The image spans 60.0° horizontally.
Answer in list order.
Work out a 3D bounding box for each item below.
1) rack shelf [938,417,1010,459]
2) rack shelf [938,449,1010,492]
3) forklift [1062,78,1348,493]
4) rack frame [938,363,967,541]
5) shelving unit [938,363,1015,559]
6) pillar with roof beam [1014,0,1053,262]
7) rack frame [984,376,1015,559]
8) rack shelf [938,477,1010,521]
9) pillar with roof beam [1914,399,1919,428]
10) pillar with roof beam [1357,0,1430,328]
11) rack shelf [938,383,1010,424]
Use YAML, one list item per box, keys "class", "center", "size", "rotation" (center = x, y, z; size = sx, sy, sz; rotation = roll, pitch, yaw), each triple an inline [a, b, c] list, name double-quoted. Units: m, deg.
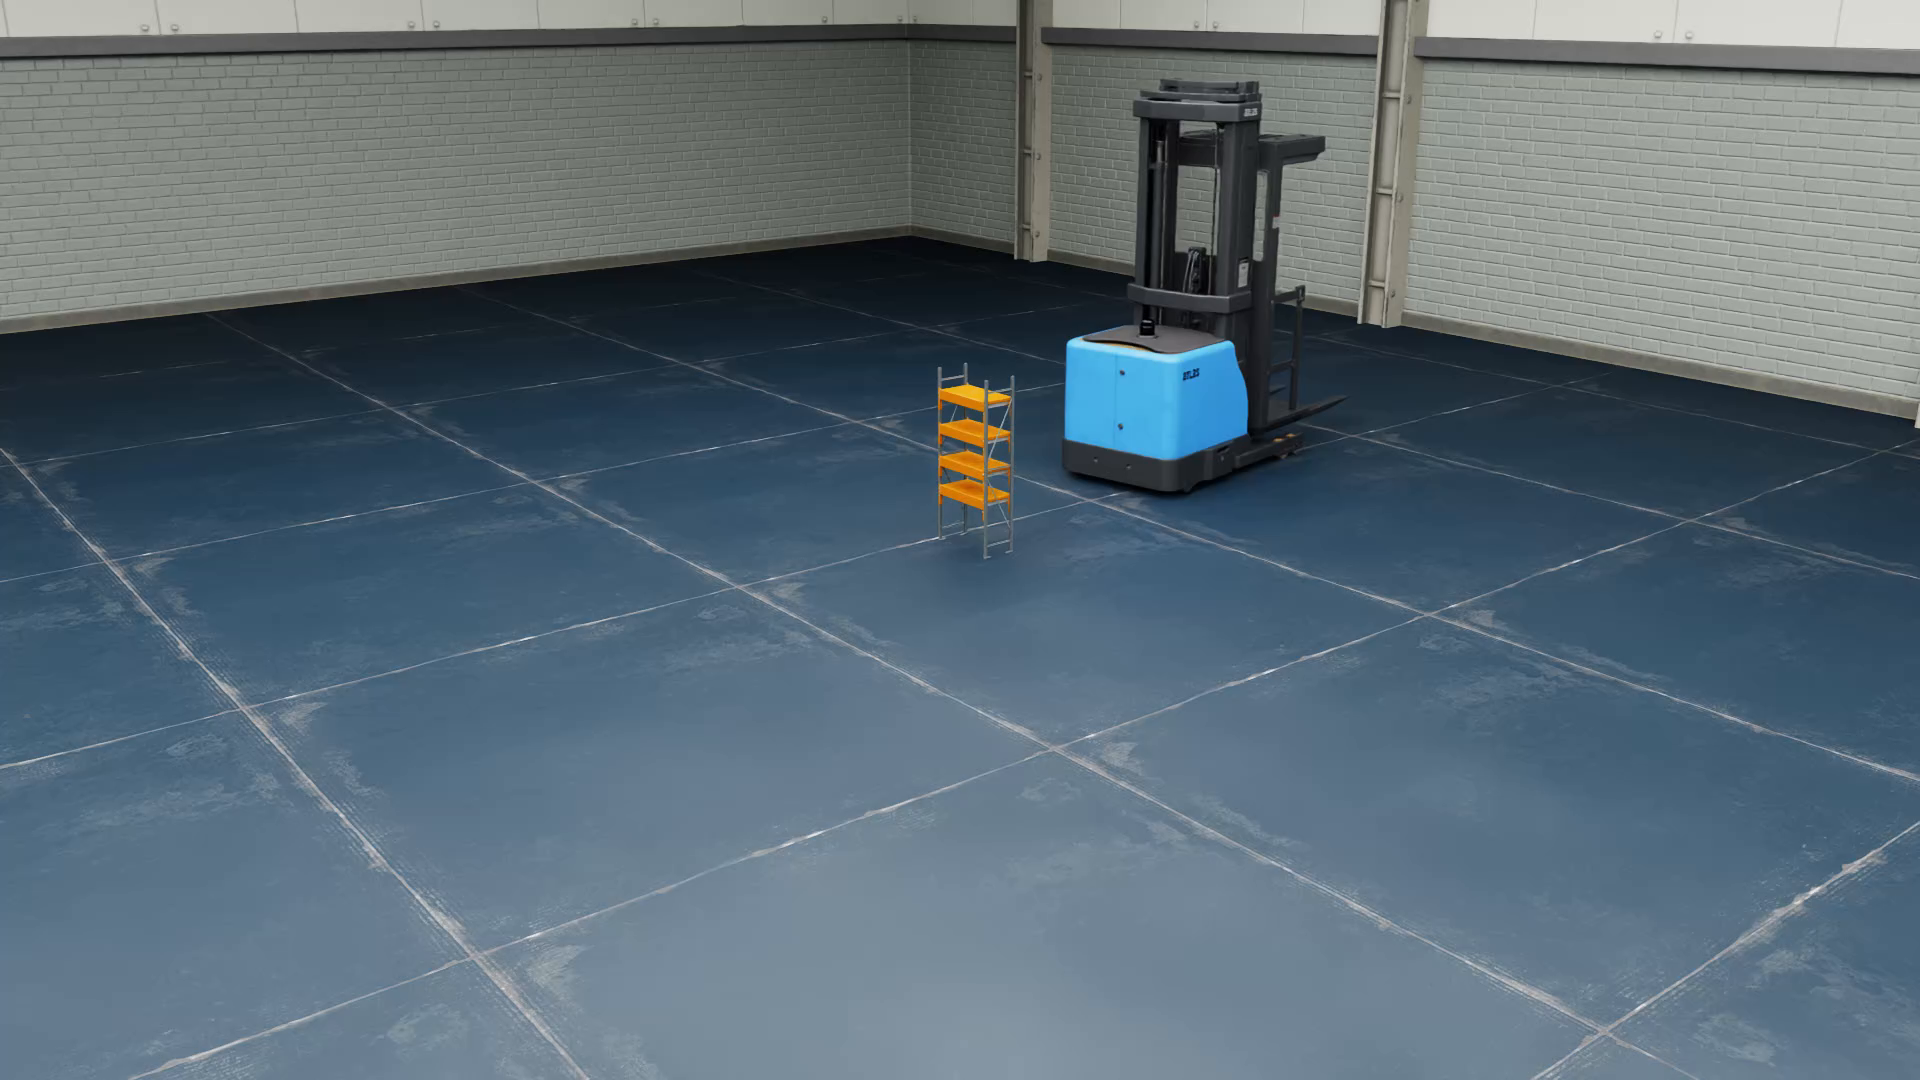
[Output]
- class: "rack shelf"
  center: [0.103, -0.677, 11.002]
  size: [0.258, 0.148, 0.480]
  rotation: [-14, 23, -36]
- class: "rack shelf"
  center: [0.103, -0.465, 11.072]
  size: [0.258, 0.148, 0.480]
  rotation: [-14, 23, -36]
- class: "forklift"
  center: [2.125, -2.132, 13.137]
  size: [1.130, 2.935, 3.031]
  rotation: [15, 24, 38]
- class: "rack frame"
  center: [-0.049, -0.589, 11.232]
  size: [0.240, 1.200, 0.015]
  rotation: [-14, 23, -36]
- class: "shelving unit"
  center: [0.103, -0.529, 11.051]
  size: [0.258, 1.200, 0.503]
  rotation: [-14, 23, -36]
- class: "pillar with roof beam"
  center: [-2.381, -7.340, 19.214]
  size: [9.100, 9.000, 0.400]
  rotation: [-14, 23, -36]
- class: "rack frame"
  center: [0.254, -0.469, 10.869]
  size: [0.240, 1.200, 0.015]
  rotation: [-14, 23, -36]
- class: "rack shelf"
  center: [0.103, -0.276, 11.134]
  size: [0.258, 0.148, 0.480]
  rotation: [-14, 23, -36]
- class: "pillar with roof beam"
  center: [5.070, -4.383, 10.284]
  size: [9.100, 9.000, 0.400]
  rotation: [-14, 23, -36]
- class: "pillar with roof beam"
  center: [1.344, -5.862, 14.749]
  size: [9.100, 9.000, 0.400]
  rotation: [-14, 23, -36]
- class: "rack shelf"
  center: [0.103, -0.902, 10.927]
  size: [0.258, 0.148, 0.480]
  rotation: [-14, 23, -36]
